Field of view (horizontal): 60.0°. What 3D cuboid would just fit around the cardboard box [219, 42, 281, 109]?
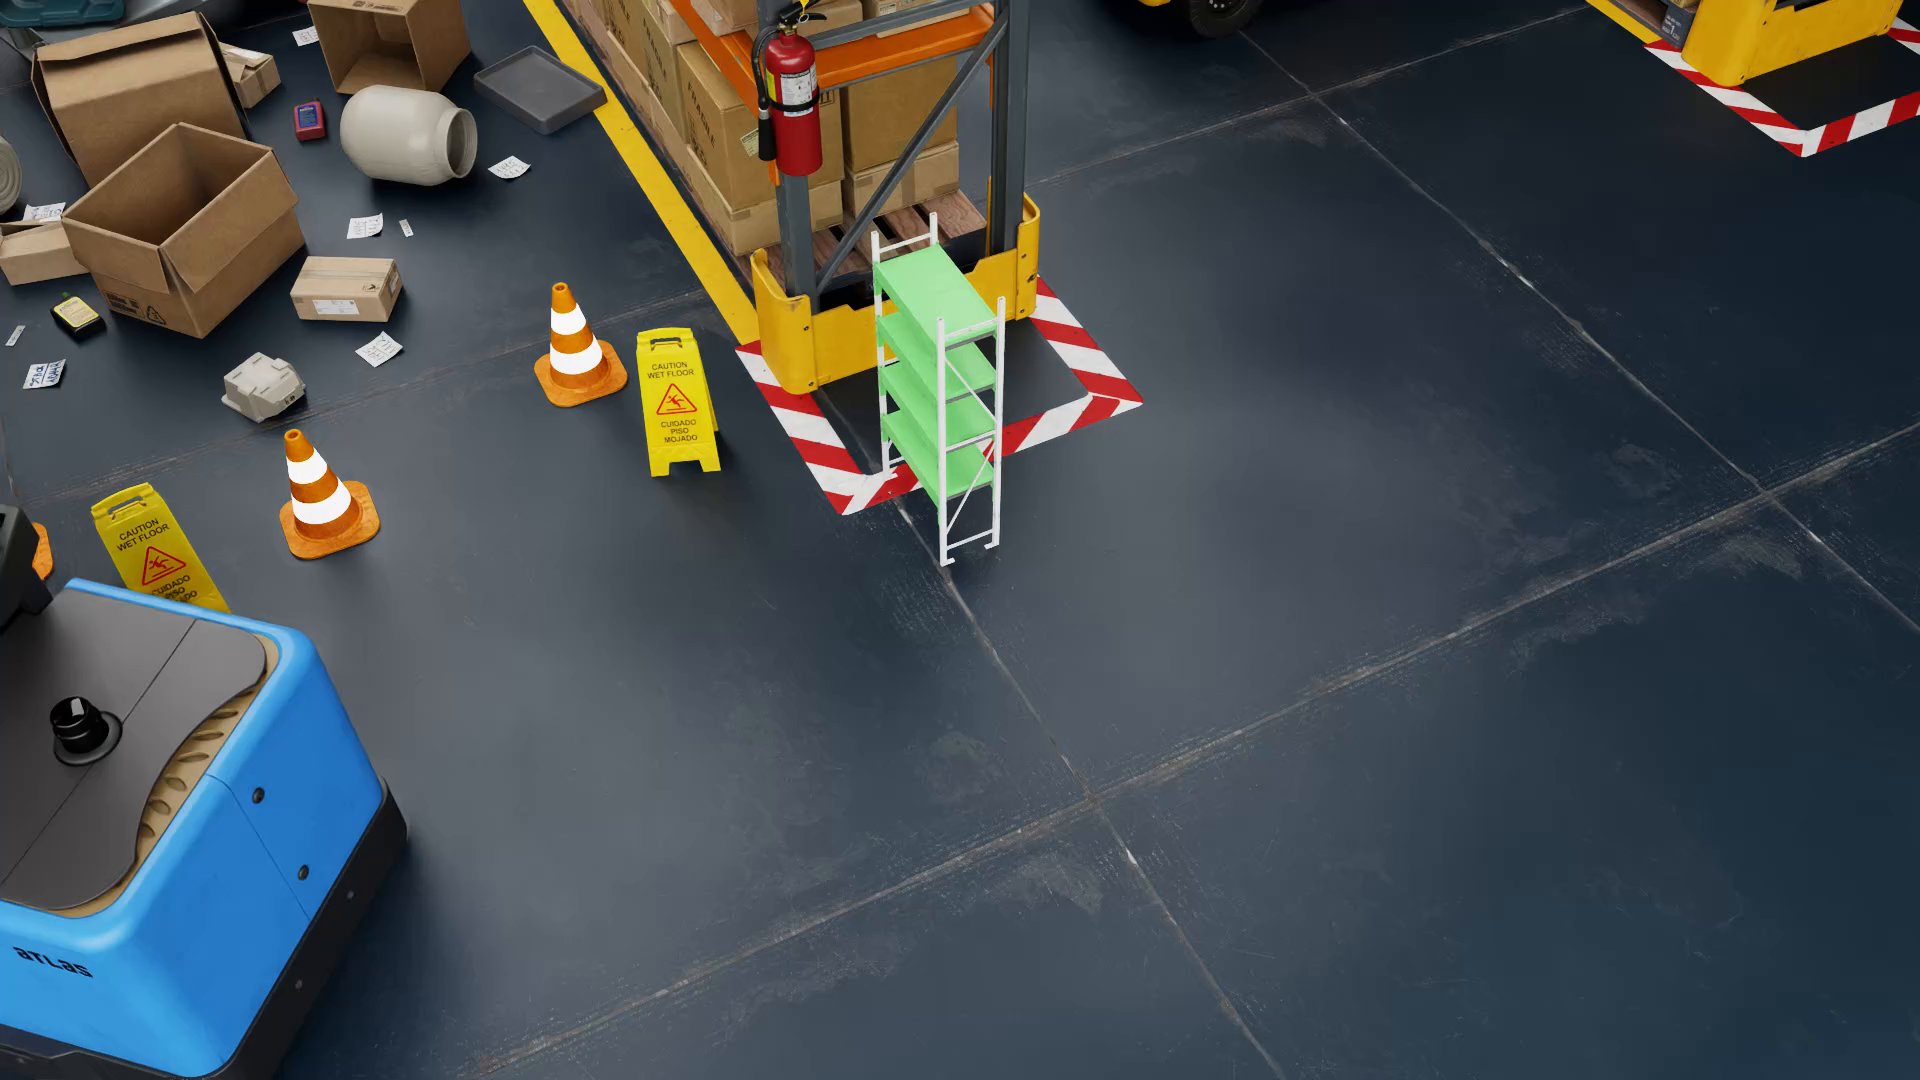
[{"bbox_3d":[-3.582,-2.320,8.102,0.396,0.266,0.258,18,51,15],"label":"cardboard box"}]

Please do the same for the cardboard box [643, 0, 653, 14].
[{"bbox_3d":[-1.154,-2.359,6.939,0.380,0.149,0.250,-20,52,-17],"label":"cardboard box"}]

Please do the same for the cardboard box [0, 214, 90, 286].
[{"bbox_3d":[-3.977,-1.316,7.224,0.396,0.266,0.258,-13,50,-11],"label":"cardboard box"}]

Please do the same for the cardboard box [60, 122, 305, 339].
[{"bbox_3d":[-3.271,-1.309,7.060,0.637,0.503,0.797,18,51,15],"label":"cardboard box"}]

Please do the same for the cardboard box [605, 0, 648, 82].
[{"bbox_3d":[-1.281,-2.442,7.442,0.500,0.500,0.500,-22,52,-18],"label":"cardboard box"}]

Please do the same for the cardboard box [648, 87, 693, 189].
[{"bbox_3d":[-1.055,-1.858,7.430,0.500,0.250,0.500,-21,52,-17],"label":"cardboard box"}]

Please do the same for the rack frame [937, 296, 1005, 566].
[{"bbox_3d":[0.036,-0.342,5.752,0.240,1.200,0.015,-21,52,-18],"label":"rack frame"}]

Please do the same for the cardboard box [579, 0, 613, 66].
[{"bbox_3d":[-1.517,-2.542,8.028,0.500,0.250,0.500,-22,52,-18],"label":"cardboard box"}]

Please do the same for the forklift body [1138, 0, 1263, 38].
[{"bbox_3d":[1.706,-3.901,8.233,2.313,2.155,1.214,-21,52,-18],"label":"forklift body"}]

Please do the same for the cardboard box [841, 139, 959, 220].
[{"bbox_3d":[-0.339,-1.695,7.288,0.500,0.250,0.500,-22,52,-18],"label":"cardboard box"}]

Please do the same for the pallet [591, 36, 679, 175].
[{"bbox_3d":[-1.146,-2.331,8.149,1.003,0.211,1.213,-21,52,-18],"label":"pallet"}]

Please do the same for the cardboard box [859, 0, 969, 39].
[{"bbox_3d":[-0.187,-2.043,6.211,0.380,0.149,0.250,-21,52,-17],"label":"cardboard box"}]

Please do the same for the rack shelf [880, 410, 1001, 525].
[{"bbox_3d":[-0.076,-0.306,6.124,0.258,0.148,0.480,-21,52,-18],"label":"rack shelf"}]

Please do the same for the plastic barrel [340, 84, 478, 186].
[{"bbox_3d":[-2.507,-1.840,7.578,0.512,0.421,0.421,10,50,8],"label":"plastic barrel"}]

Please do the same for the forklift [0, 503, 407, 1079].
[{"bbox_3d":[-3.346,0.057,4.253,3.031,2.935,1.130,12,50,10],"label":"forklift"}]

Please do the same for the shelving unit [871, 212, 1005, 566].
[{"bbox_3d":[-0.076,-0.506,5.895,0.258,1.200,0.503,-21,52,-18],"label":"shelving unit"}]

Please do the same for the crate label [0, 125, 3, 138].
[{"bbox_3d":[-4.671,-1.894,7.815,0.250,0.136,0.298,18,51,15],"label":"crate label"}]

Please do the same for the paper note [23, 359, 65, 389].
[{"bbox_3d":[-3.760,-0.683,6.828,0.144,0.017,0.142,-5,49,-5],"label":"paper note"}]

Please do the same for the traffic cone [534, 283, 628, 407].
[{"bbox_3d":[-1.560,-0.835,6.673,0.336,0.463,0.334,-21,52,-18],"label":"traffic cone"}]

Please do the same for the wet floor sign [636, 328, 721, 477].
[{"bbox_3d":[-1.081,-0.556,6.308,0.267,0.644,0.232,-5,49,-5],"label":"wet floor sign"}]

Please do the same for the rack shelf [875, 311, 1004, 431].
[{"bbox_3d":[-0.076,-0.622,5.763,0.258,0.148,0.480,-21,52,-18],"label":"rack shelf"}]

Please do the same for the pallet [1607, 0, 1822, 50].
[{"bbox_3d":[3.809,-3.119,8.837,1.003,0.211,1.213,-21,52,-18],"label":"pallet"}]

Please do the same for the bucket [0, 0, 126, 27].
[{"bbox_3d":[-4.289,-2.857,7.921,0.726,0.611,0.620,-5,39,-5],"label":"bucket"}]

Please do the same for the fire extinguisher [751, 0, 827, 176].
[{"bbox_3d":[-0.573,-1.566,5.679,0.296,0.674,0.183,-21,52,-18],"label":"fire extinguisher"}]

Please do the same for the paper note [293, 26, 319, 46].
[{"bbox_3d":[-3.321,-2.585,8.490,0.148,0.019,0.142,-21,52,-18],"label":"paper note"}]

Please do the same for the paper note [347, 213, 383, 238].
[{"bbox_3d":[-2.674,-1.413,7.473,0.148,0.019,0.142,-5,49,-5],"label":"paper note"}]

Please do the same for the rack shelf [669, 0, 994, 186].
[{"bbox_3d":[-1.131,-2.929,7.297,1.077,0.370,4.000,-21,52,-18],"label":"rack shelf"}]

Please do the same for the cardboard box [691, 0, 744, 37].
[{"bbox_3d":[-0.792,-2.052,6.219,0.380,0.149,0.250,-22,52,-18],"label":"cardboard box"}]

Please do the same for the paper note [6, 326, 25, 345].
[{"bbox_3d":[-3.973,-0.861,6.996,0.032,0.001,0.123,2,49,2],"label":"paper note"}]

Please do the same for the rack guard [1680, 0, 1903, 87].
[{"bbox_3d":[4.207,-2.700,8.280,1.175,0.500,0.348,-21,52,-18],"label":"rack guard"}]

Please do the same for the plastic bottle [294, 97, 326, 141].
[{"bbox_3d":[-3.124,-2.027,7.982,0.133,0.061,0.283,-13,50,-11],"label":"plastic bottle"}]

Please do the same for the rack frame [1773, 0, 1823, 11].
[{"bbox_3d":[4.196,-3.539,7.353,1.000,3.000,0.127,-21,52,-18],"label":"rack frame"}]

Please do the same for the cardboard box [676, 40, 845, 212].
[{"bbox_3d":[-0.815,-1.753,6.840,0.500,0.500,0.500,-21,52,-17],"label":"cardboard box"}]
